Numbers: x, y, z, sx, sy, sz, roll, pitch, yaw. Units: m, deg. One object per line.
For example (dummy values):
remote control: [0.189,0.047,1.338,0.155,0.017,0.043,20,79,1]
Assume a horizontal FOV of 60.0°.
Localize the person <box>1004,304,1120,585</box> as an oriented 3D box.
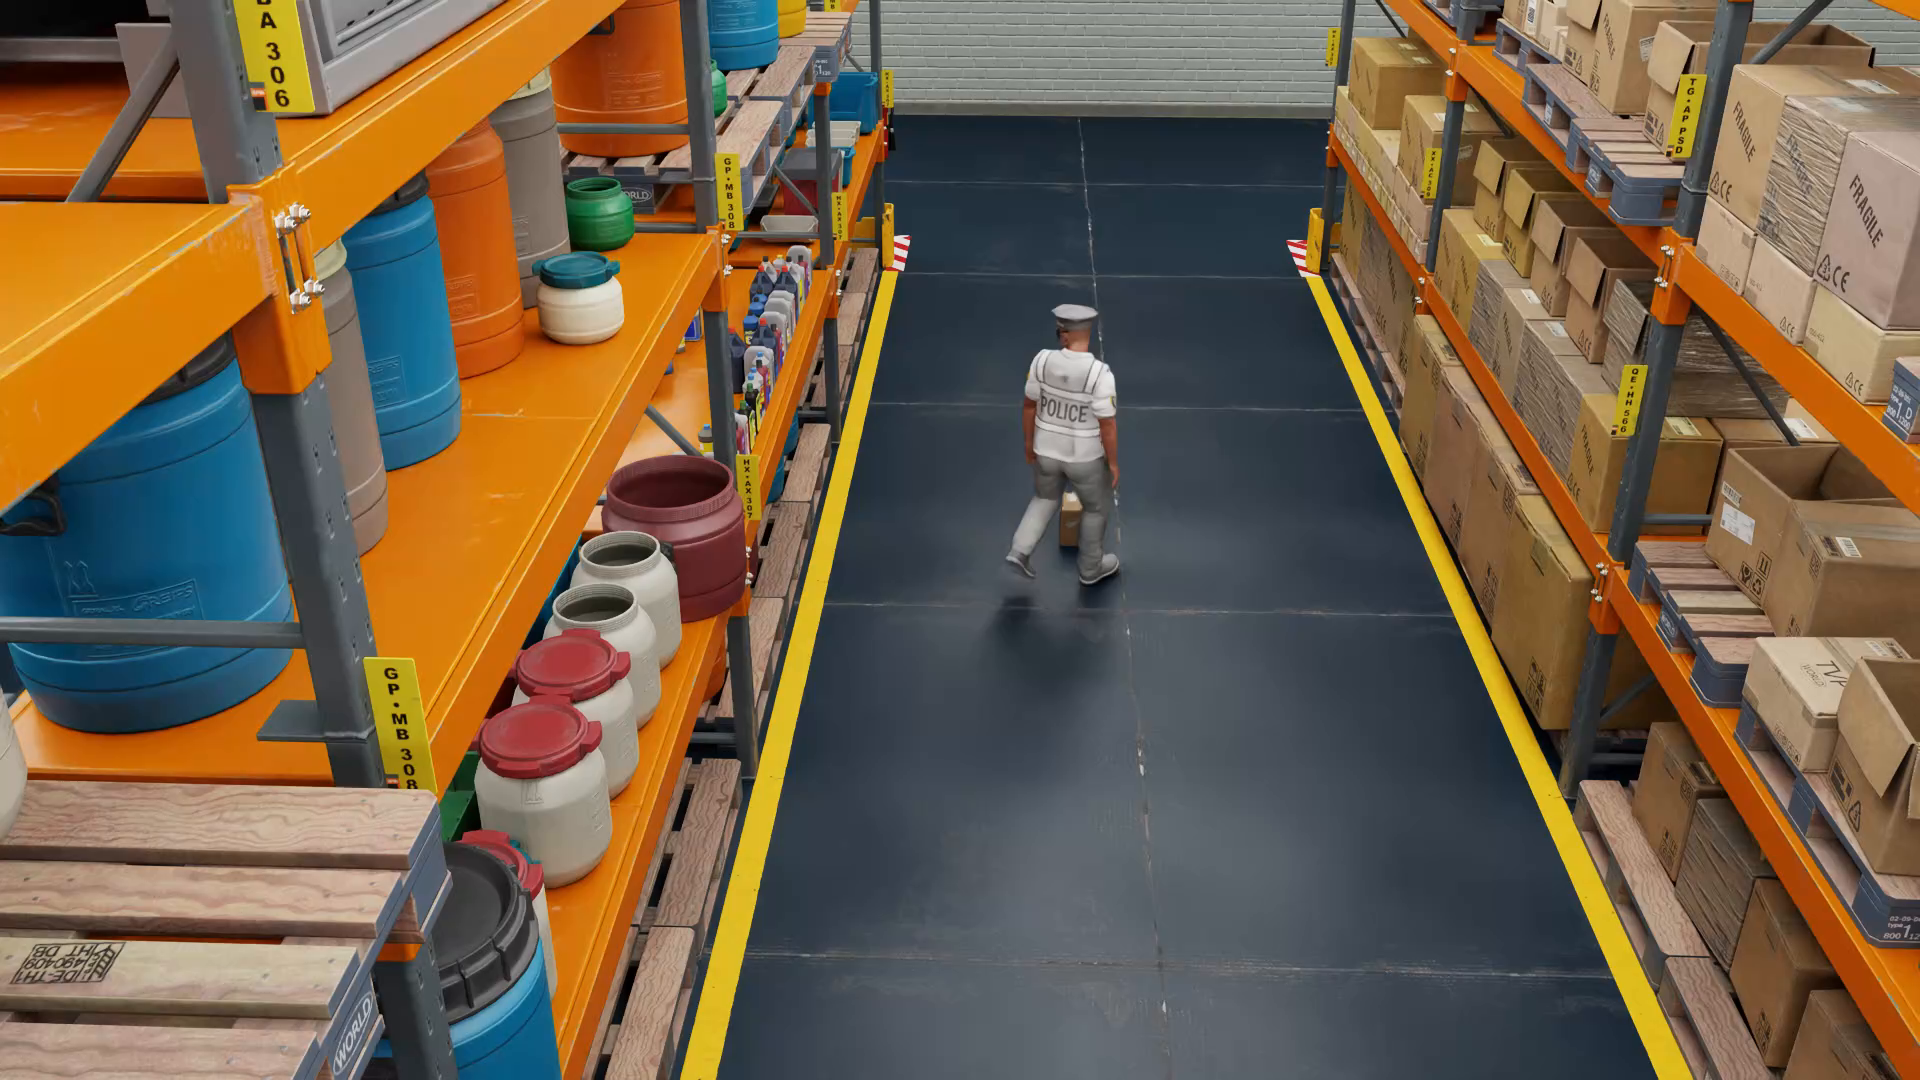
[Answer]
person: [0.633,-0.505,9.559,0.582,1.729,0.728,15,31,27]
